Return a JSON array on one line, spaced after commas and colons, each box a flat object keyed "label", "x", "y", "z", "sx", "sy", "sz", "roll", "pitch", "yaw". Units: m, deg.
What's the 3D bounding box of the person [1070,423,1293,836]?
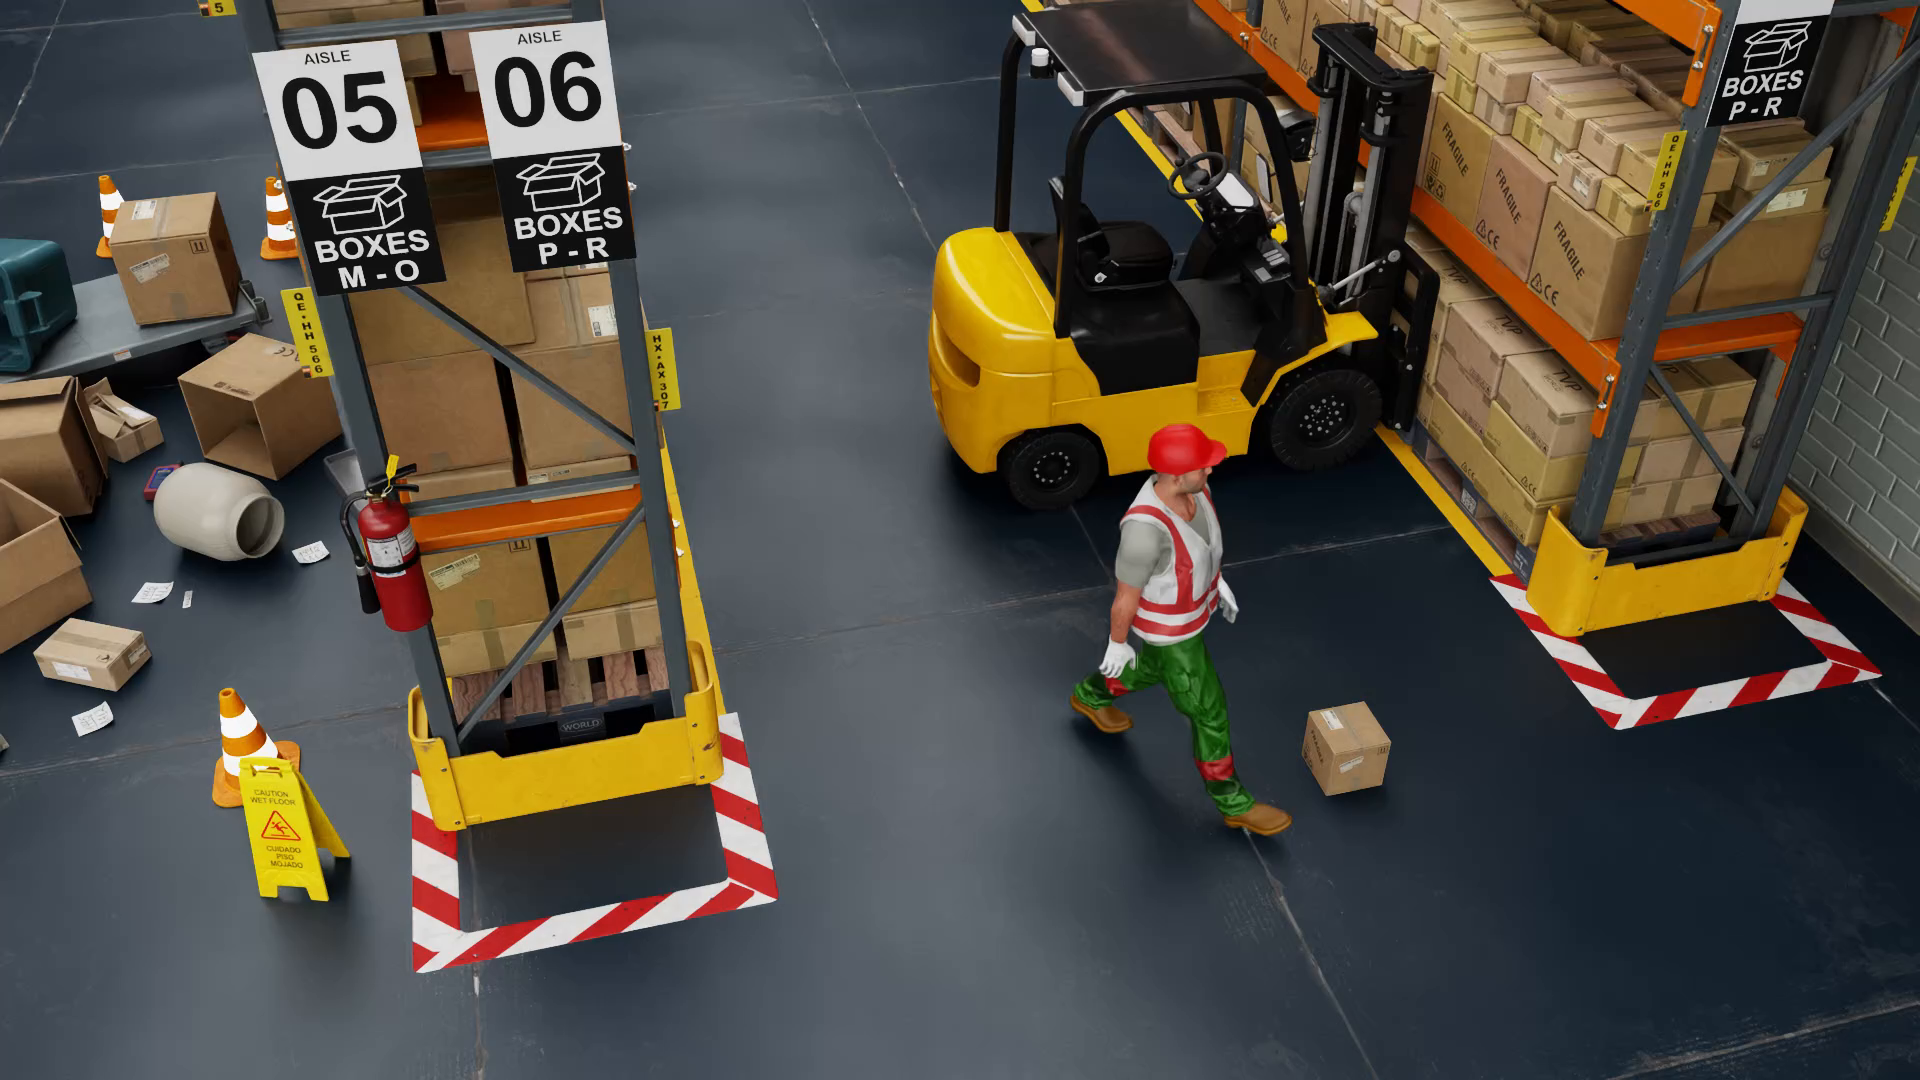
[{"label": "person", "x": 0.886, "y": 0.300, "z": 6.344, "sx": 1.075, "sy": 1.728, "sz": 0.572, "roll": 18, "pitch": 41, "yaw": 22}]
